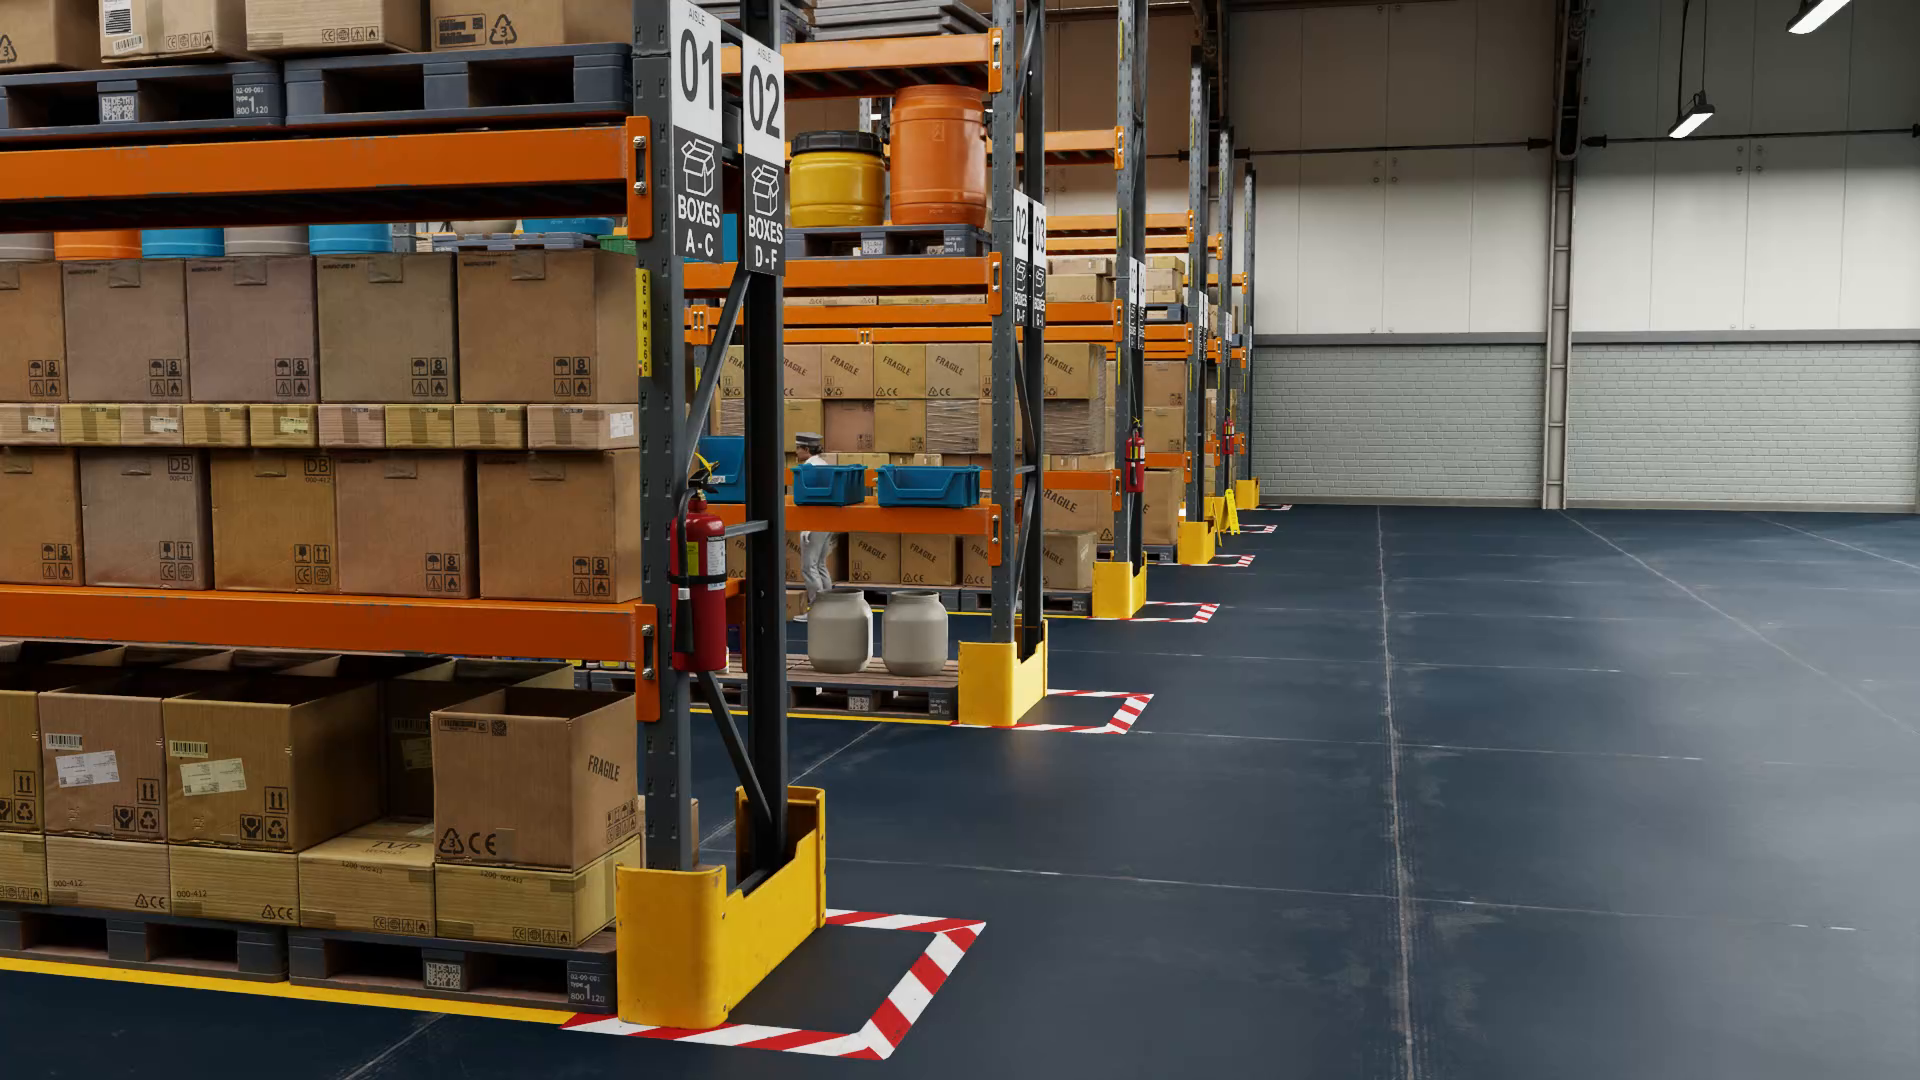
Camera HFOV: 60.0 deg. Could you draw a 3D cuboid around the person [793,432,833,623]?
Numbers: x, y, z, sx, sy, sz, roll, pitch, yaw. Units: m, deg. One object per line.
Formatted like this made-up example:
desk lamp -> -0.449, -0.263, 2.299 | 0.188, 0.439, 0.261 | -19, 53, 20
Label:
person -> -1.274, -0.118, 14.609 | 0.371, 1.666, 0.547 | 1, 5, 10
